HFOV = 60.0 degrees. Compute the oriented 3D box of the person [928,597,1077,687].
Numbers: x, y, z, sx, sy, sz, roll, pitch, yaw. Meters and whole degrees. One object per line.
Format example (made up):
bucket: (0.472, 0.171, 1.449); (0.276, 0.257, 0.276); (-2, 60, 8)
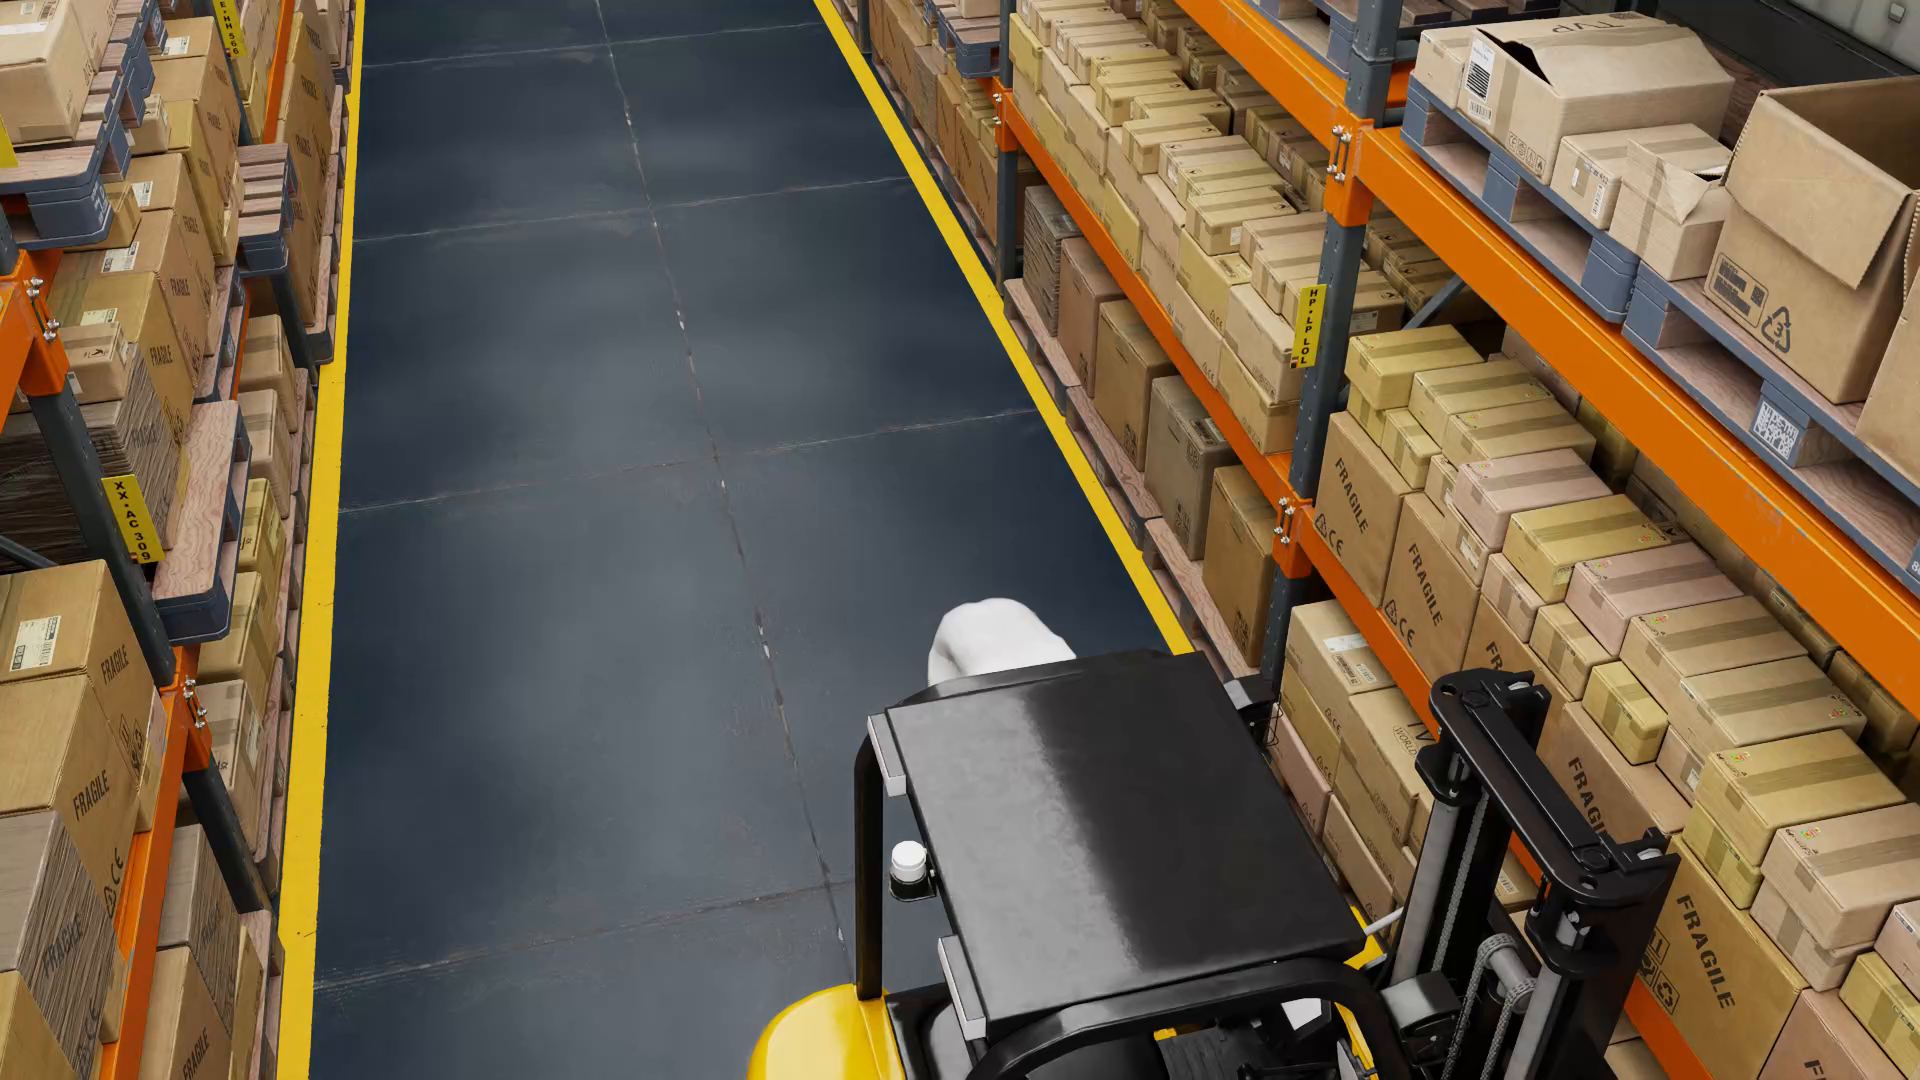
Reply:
person: (0.191, 0.739, 6.397); (0.587, 1.013, 0.935); (-11, 39, -14)
